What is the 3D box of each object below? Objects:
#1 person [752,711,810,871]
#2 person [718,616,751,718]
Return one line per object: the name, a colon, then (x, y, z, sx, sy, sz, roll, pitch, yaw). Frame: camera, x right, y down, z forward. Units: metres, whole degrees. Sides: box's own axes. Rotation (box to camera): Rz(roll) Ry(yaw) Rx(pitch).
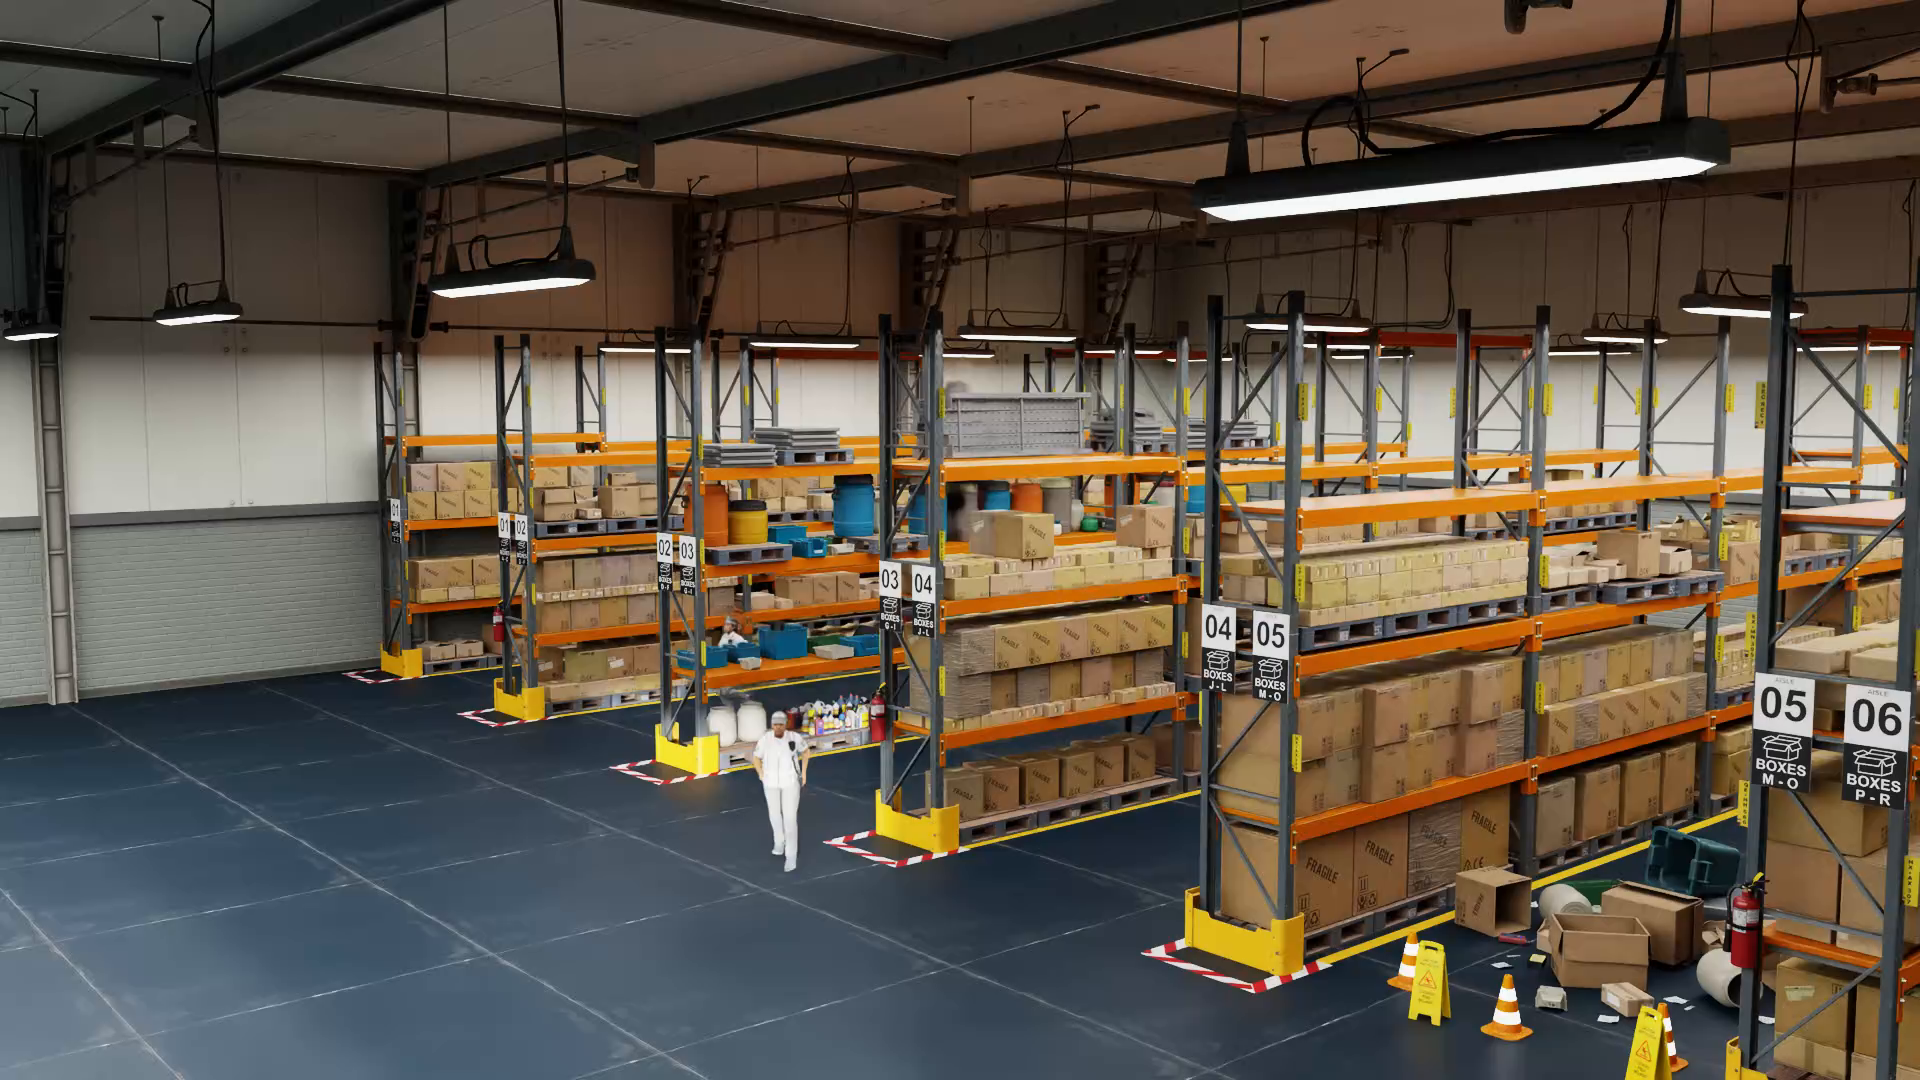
person: (-1.953, 2.690, 18.114, 0.594, 1.703, 0.773, 0, 5, 5)
person: (-3.568, 1.998, 25.865, 0.616, 1.660, 0.531, 5, 7, 42)
